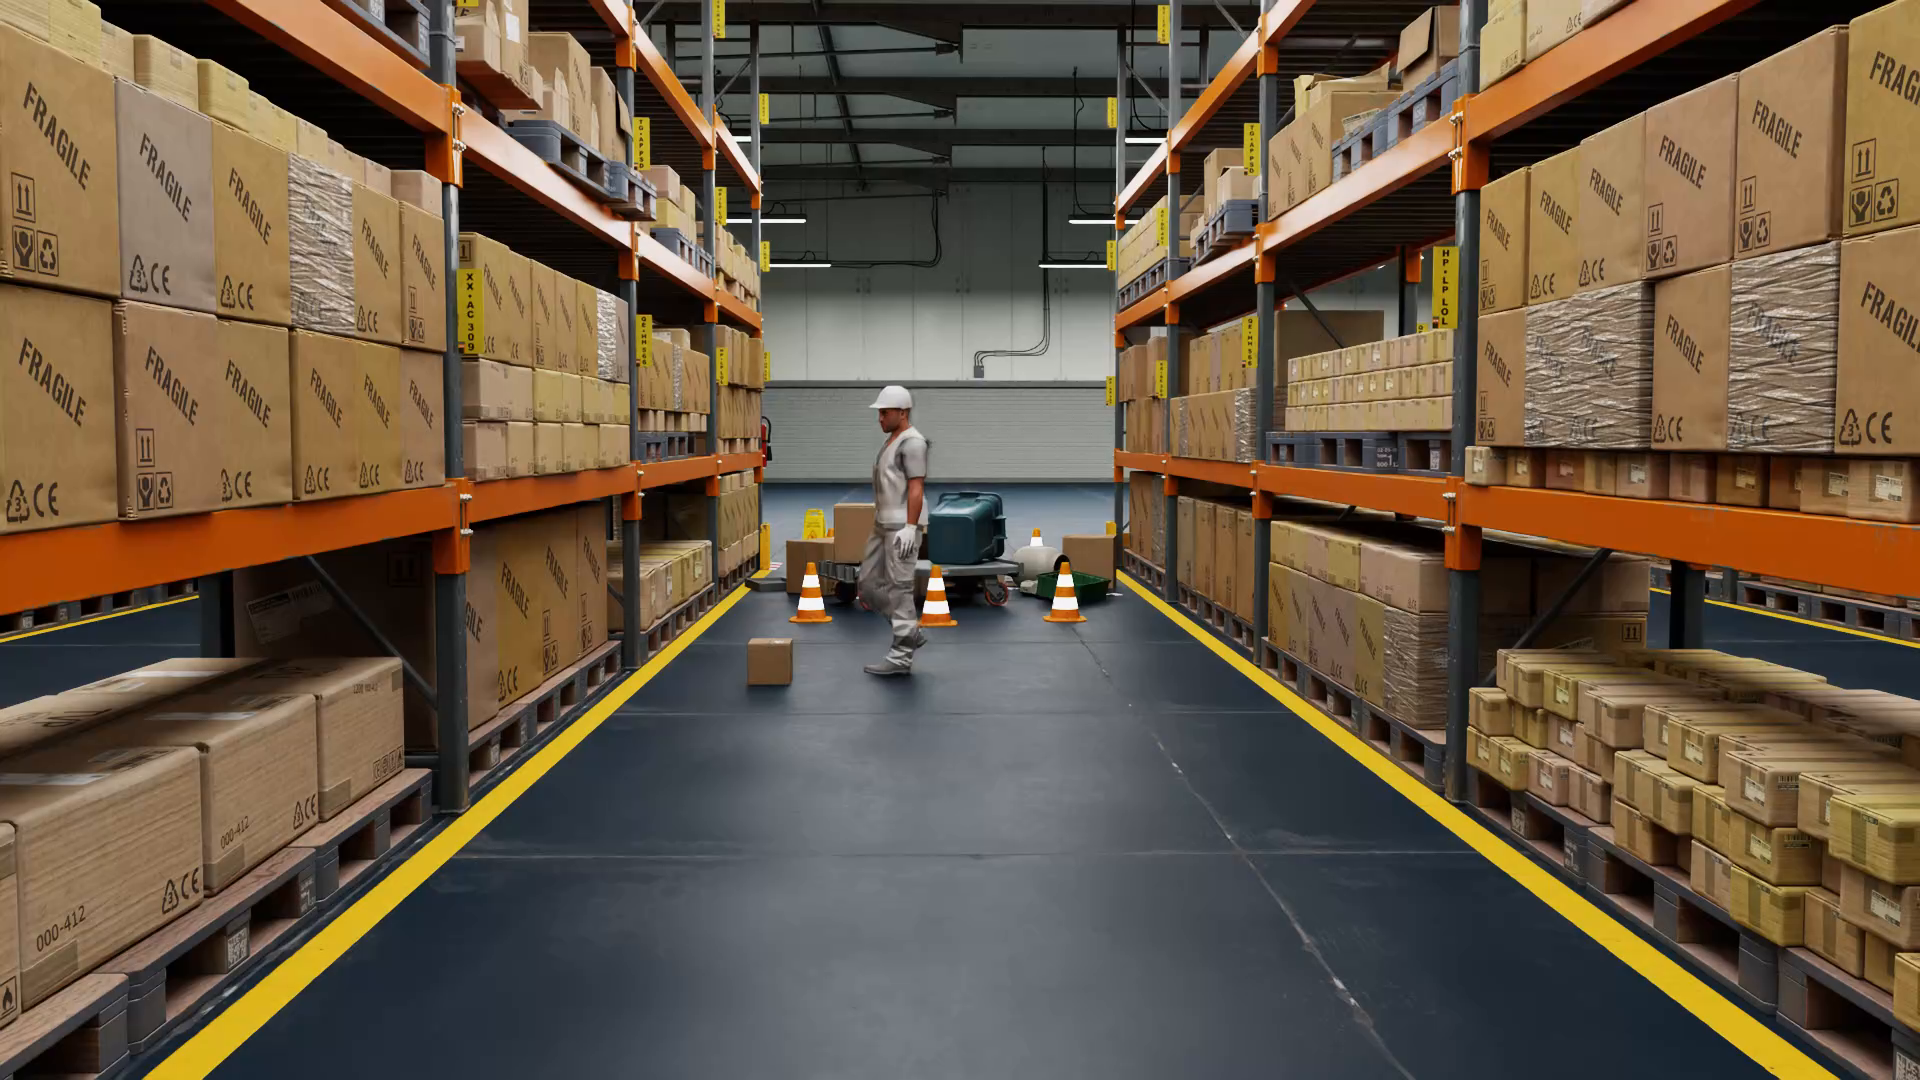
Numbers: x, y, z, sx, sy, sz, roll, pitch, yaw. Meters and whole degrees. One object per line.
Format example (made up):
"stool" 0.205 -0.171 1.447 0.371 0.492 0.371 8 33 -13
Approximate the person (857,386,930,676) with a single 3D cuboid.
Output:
"person" -0.380 -0.058 10.294 0.477 1.786 0.561 -1 4 -21
